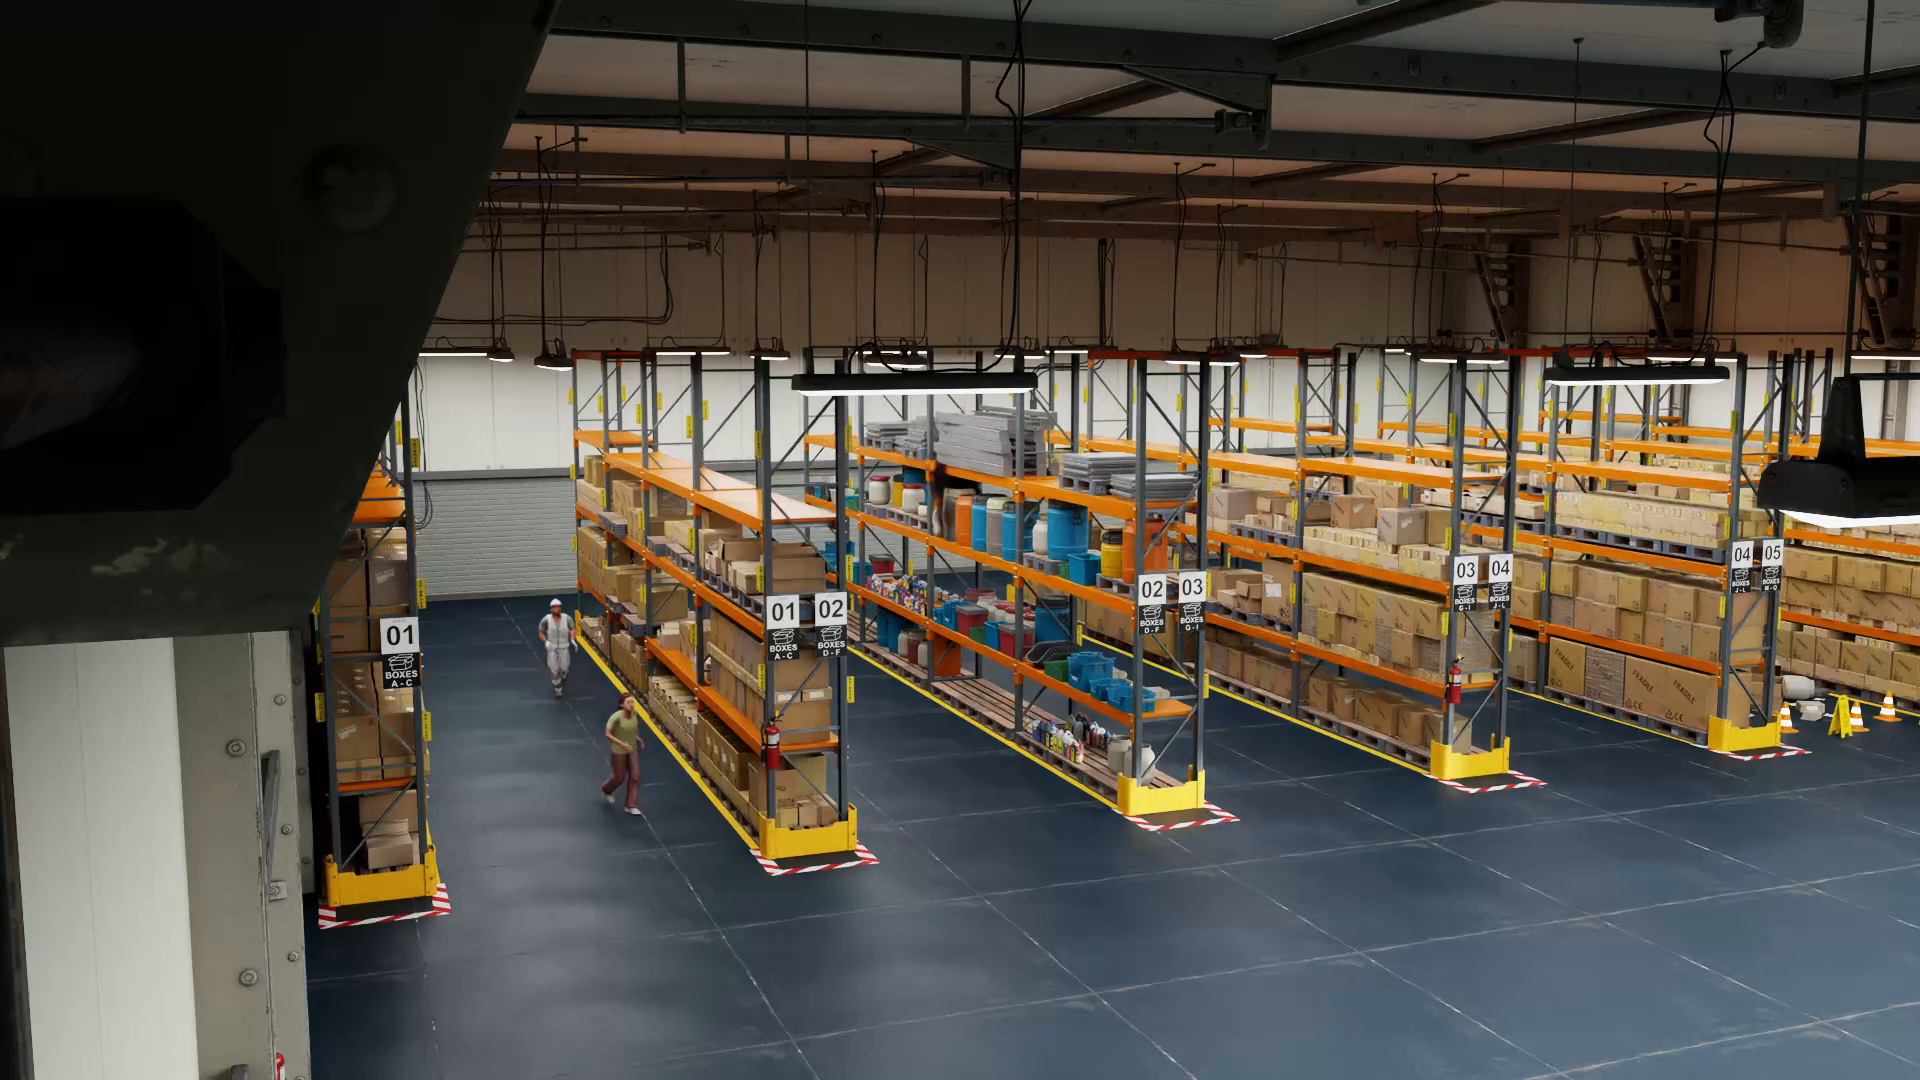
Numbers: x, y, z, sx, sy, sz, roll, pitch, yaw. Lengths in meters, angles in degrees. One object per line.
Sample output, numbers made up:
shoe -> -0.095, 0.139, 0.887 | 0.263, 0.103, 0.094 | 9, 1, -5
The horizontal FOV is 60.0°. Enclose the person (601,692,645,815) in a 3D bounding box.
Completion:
person -> -4.508, 2.794, 22.068 | 0.572, 1.626, 0.840 | -6, 10, -42

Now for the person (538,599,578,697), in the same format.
person -> -7.009, 1.875, 29.010 | 0.659, 1.728, 0.644 | -2, 7, -18
